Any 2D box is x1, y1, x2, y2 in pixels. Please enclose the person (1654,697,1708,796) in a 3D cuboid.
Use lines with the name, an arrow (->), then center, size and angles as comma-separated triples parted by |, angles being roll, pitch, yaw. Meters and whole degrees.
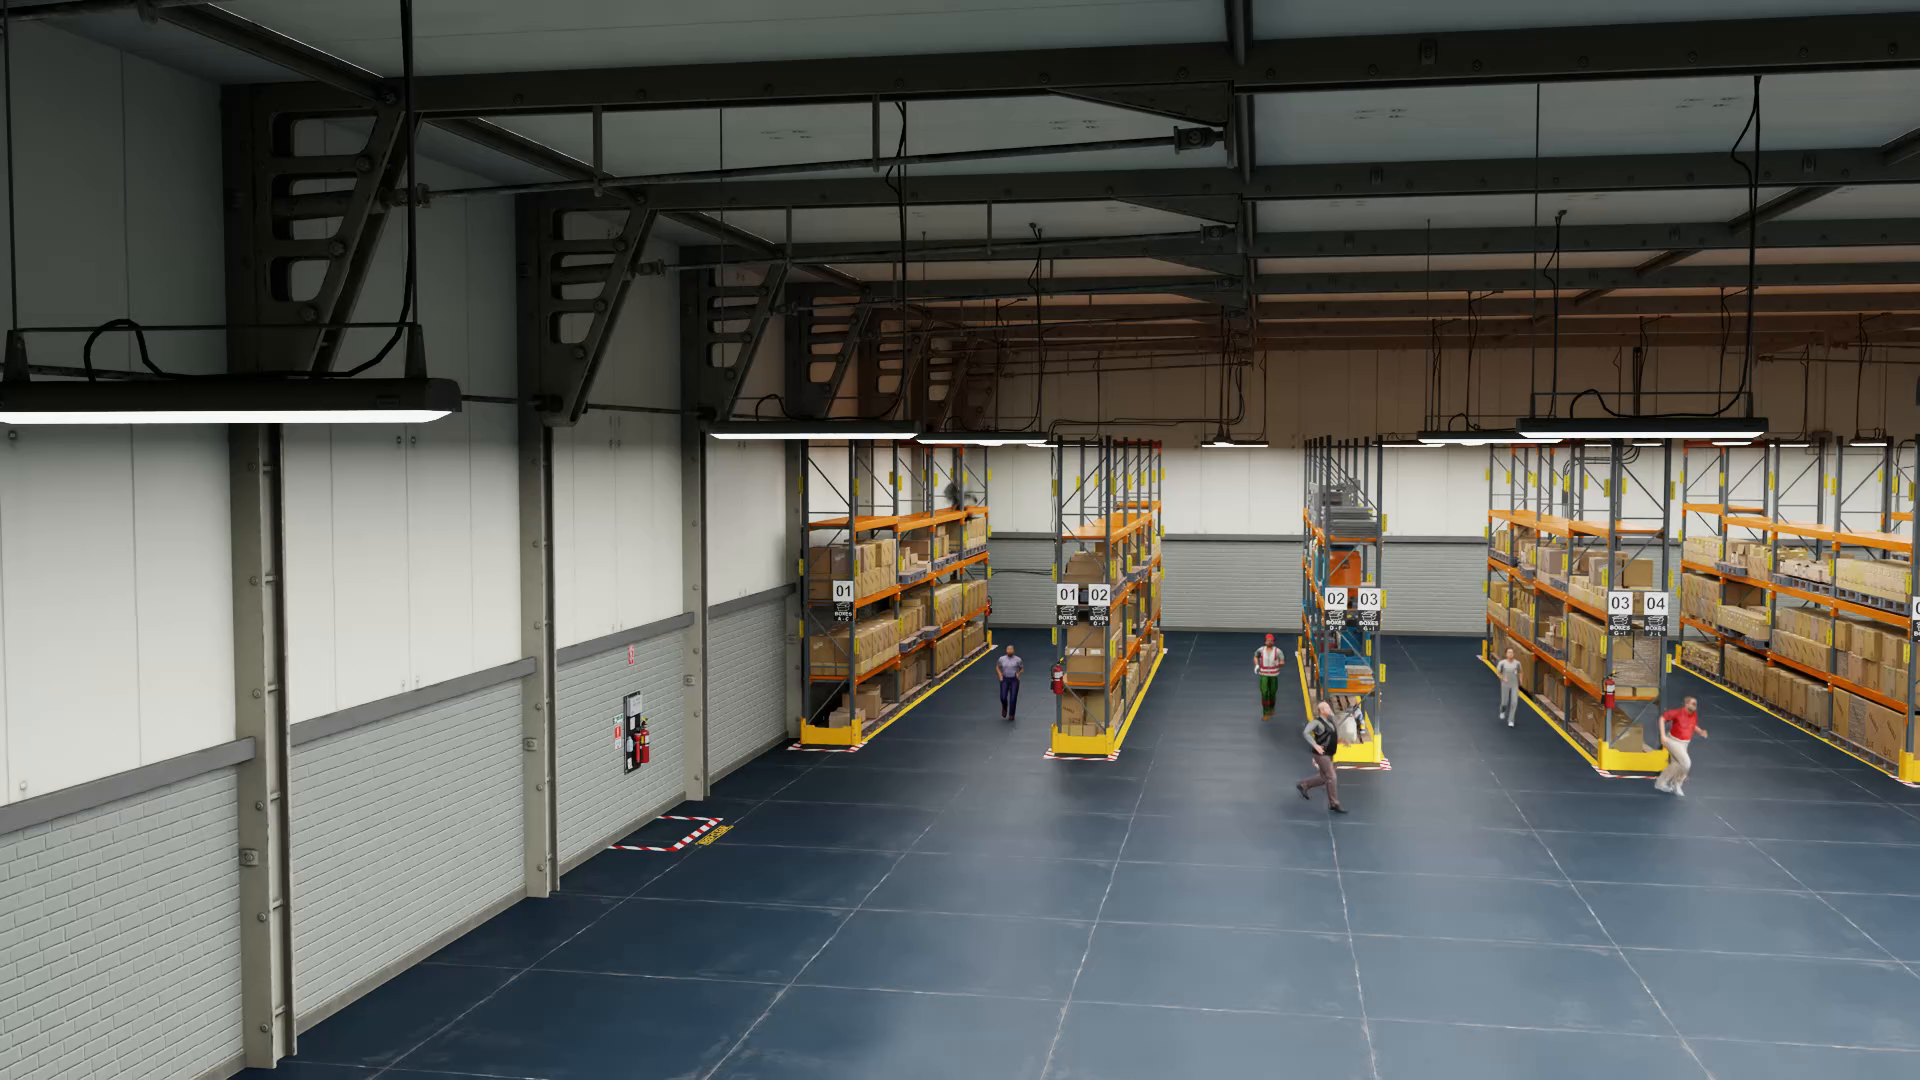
person -> 11.983, 3.424, 27.660 | 0.683, 1.687, 0.865 | -2, 4, -33

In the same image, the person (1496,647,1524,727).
person -> 11.436, 3.037, 34.572 | 0.569, 1.623, 0.718 | 0, 3, 7

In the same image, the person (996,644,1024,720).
person -> 1.052, 3.016, 35.177 | 0.599, 1.600, 0.557 | 0, 3, 4

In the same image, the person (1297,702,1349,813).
person -> 5.770, 3.435, 26.474 | 0.928, 1.727, 0.663 | 2, 4, 36

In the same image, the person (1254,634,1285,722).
person -> 6.575, 2.906, 35.365 | 0.640, 1.824, 0.814 | 1, 3, 12
